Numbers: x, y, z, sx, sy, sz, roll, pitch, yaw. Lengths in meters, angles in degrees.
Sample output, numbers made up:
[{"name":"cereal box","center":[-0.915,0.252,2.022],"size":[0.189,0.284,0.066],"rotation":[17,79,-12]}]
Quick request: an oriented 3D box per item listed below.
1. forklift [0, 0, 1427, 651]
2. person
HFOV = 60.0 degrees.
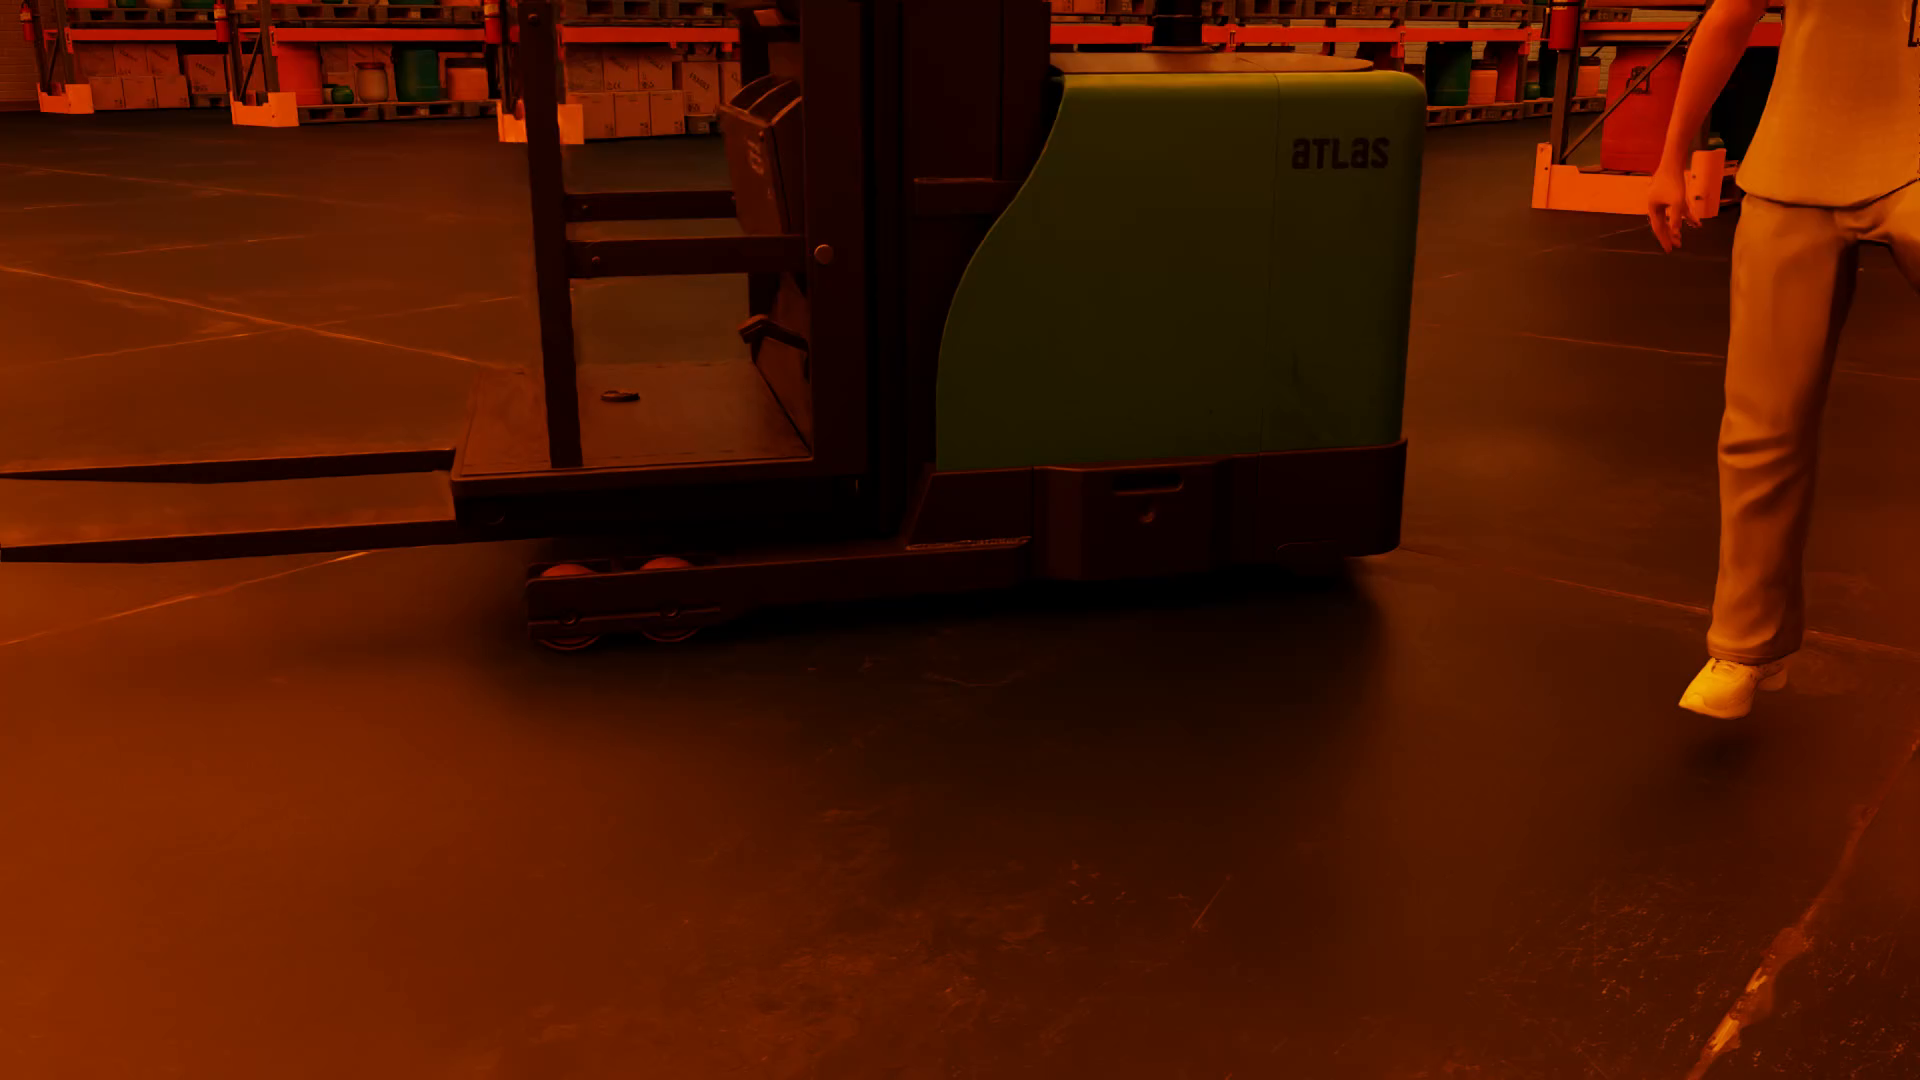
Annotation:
[{"name":"forklift","center":[-0.604,-1.355,3.361],"size":[3.031,2.935,1.130],"rotation":[-4,17,-13]},{"name":"person","center":[1.383,-0.478,2.470],"size":[0.766,1.662,0.468],"rotation":[12,21,35]}]
